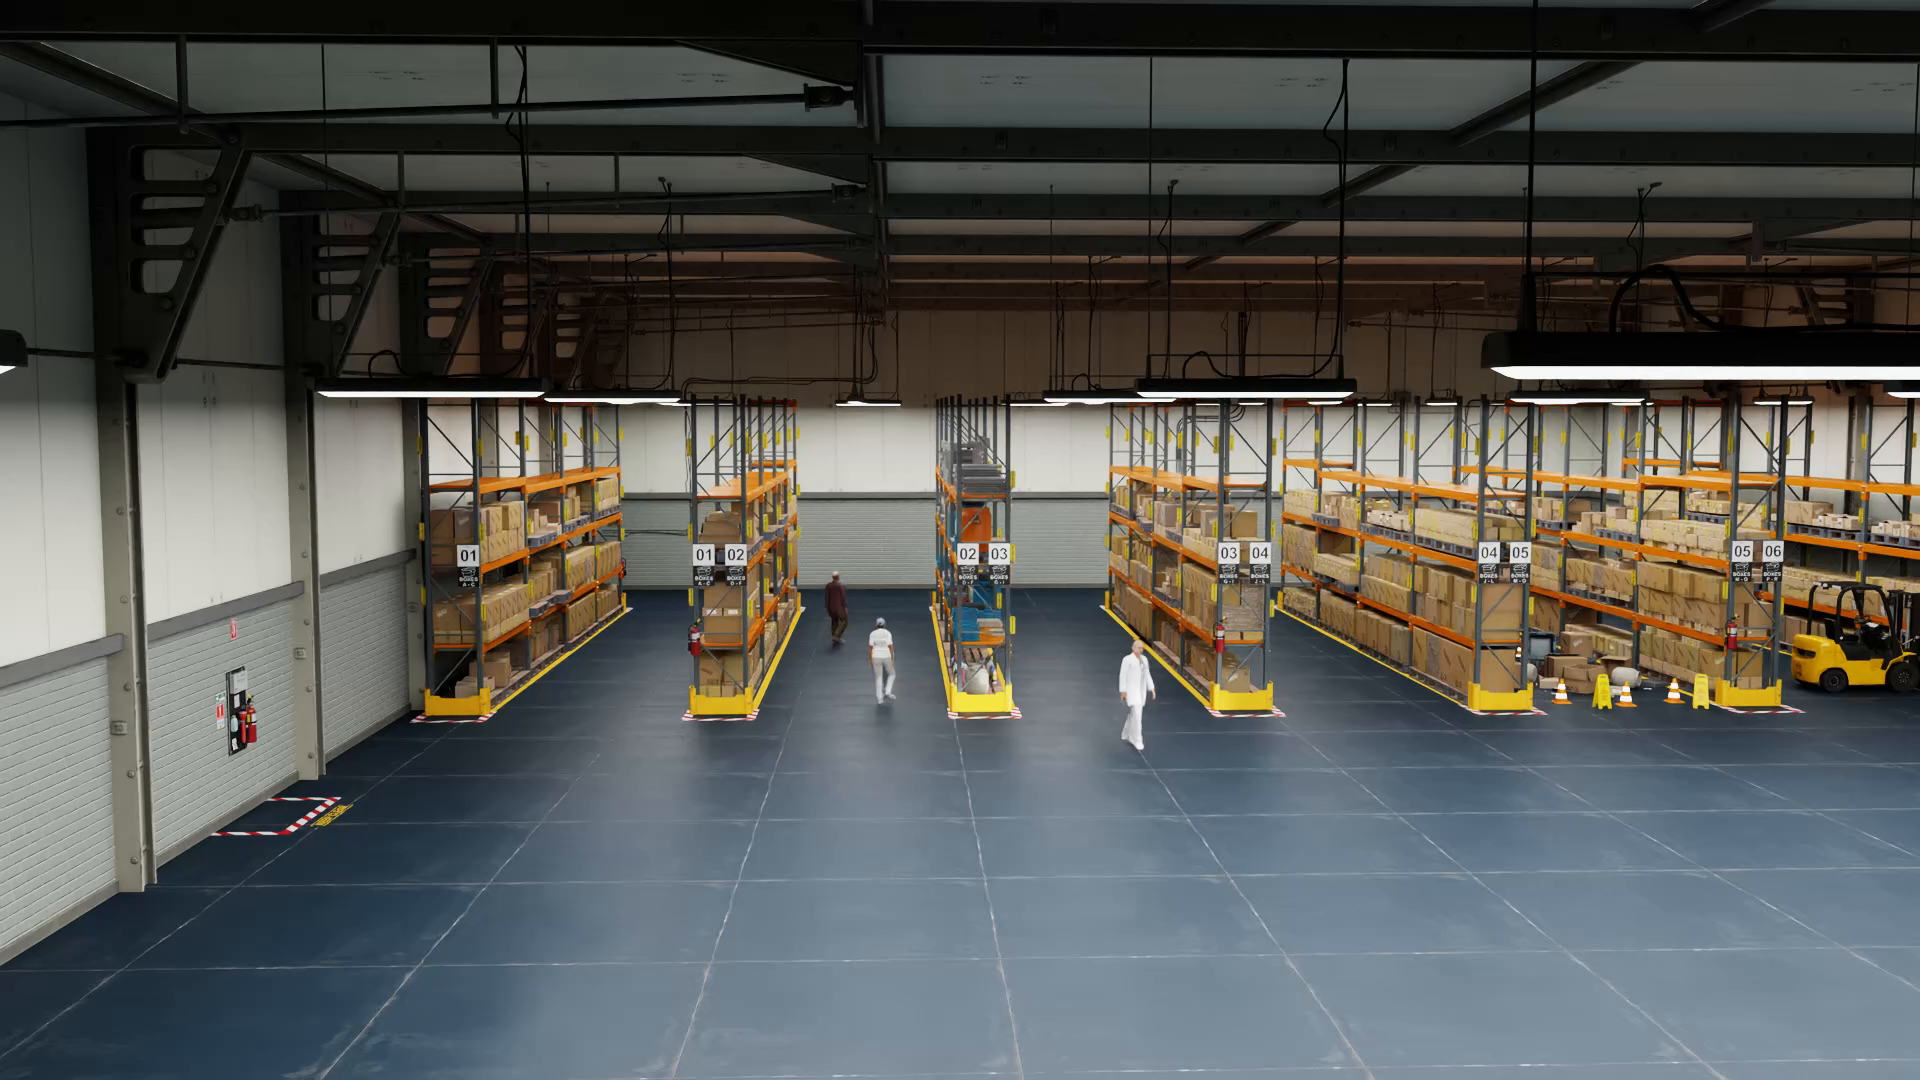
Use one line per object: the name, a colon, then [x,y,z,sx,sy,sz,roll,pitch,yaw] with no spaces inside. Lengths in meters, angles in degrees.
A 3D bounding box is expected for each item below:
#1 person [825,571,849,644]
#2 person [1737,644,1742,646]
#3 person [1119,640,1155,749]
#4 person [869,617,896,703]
person: [-3.024,1.653,40.487,0.627,1.778,0.573,3,5,32]
person: [16.885,2.095,36.206,0.494,1.571,0.715,-1,5,-12]
person: [3.013,2.686,28.359,0.686,1.735,0.597,4,6,44]
person: [-1.511,2.340,32.428,0.545,1.654,0.483,0,5,6]
